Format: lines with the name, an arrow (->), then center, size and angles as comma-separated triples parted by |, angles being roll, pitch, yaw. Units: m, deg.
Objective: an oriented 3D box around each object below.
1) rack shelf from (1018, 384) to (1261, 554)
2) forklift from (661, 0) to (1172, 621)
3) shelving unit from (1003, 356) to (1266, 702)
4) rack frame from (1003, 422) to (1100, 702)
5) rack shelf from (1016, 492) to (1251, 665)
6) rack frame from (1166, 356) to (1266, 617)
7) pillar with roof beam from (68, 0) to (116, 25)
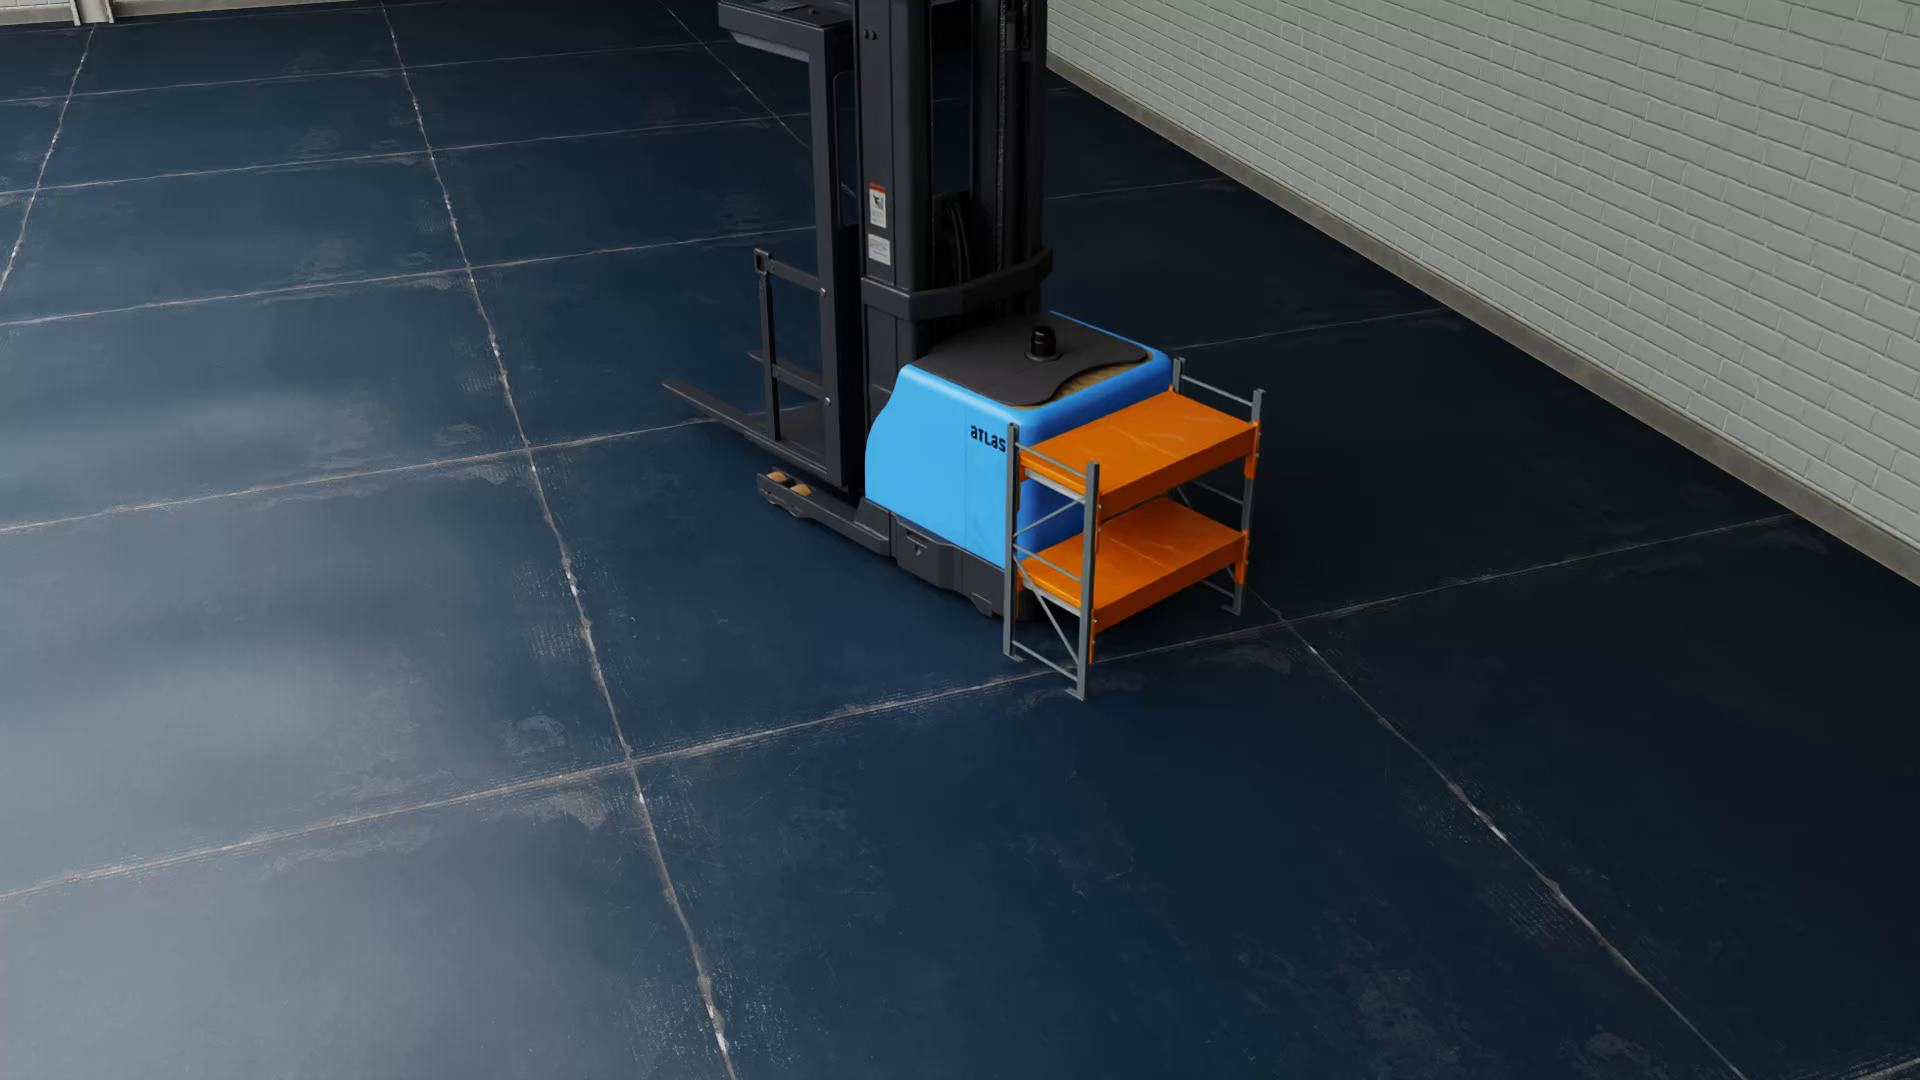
rack shelf -> 0.749, -0.321, 7.086 | 1.000, 0.278, 0.538 | -24, 37, -35
forklift -> -0.397, -1.545, 8.001 | 1.130, 2.935, 3.031 | -25, 38, -37
shelving unit -> 0.749, -0.067, 7.231 | 1.048, 1.125, 0.538 | -24, 37, -35
rack frame -> 0.370, 0.100, 6.938 | 0.032, 1.125, 0.500 | -24, 37, -35
rack shelf -> 0.749, 0.145, 7.352 | 1.000, 0.278, 0.538 | -24, 37, -35
rack frame -> 1.129, -0.234, 7.525 | 0.032, 1.125, 0.500 | -24, 37, -35
pillar with roof beam -> -7.981, -7.609, 12.514 | 0.400, 9.000, 9.100 | -10, 31, -18
